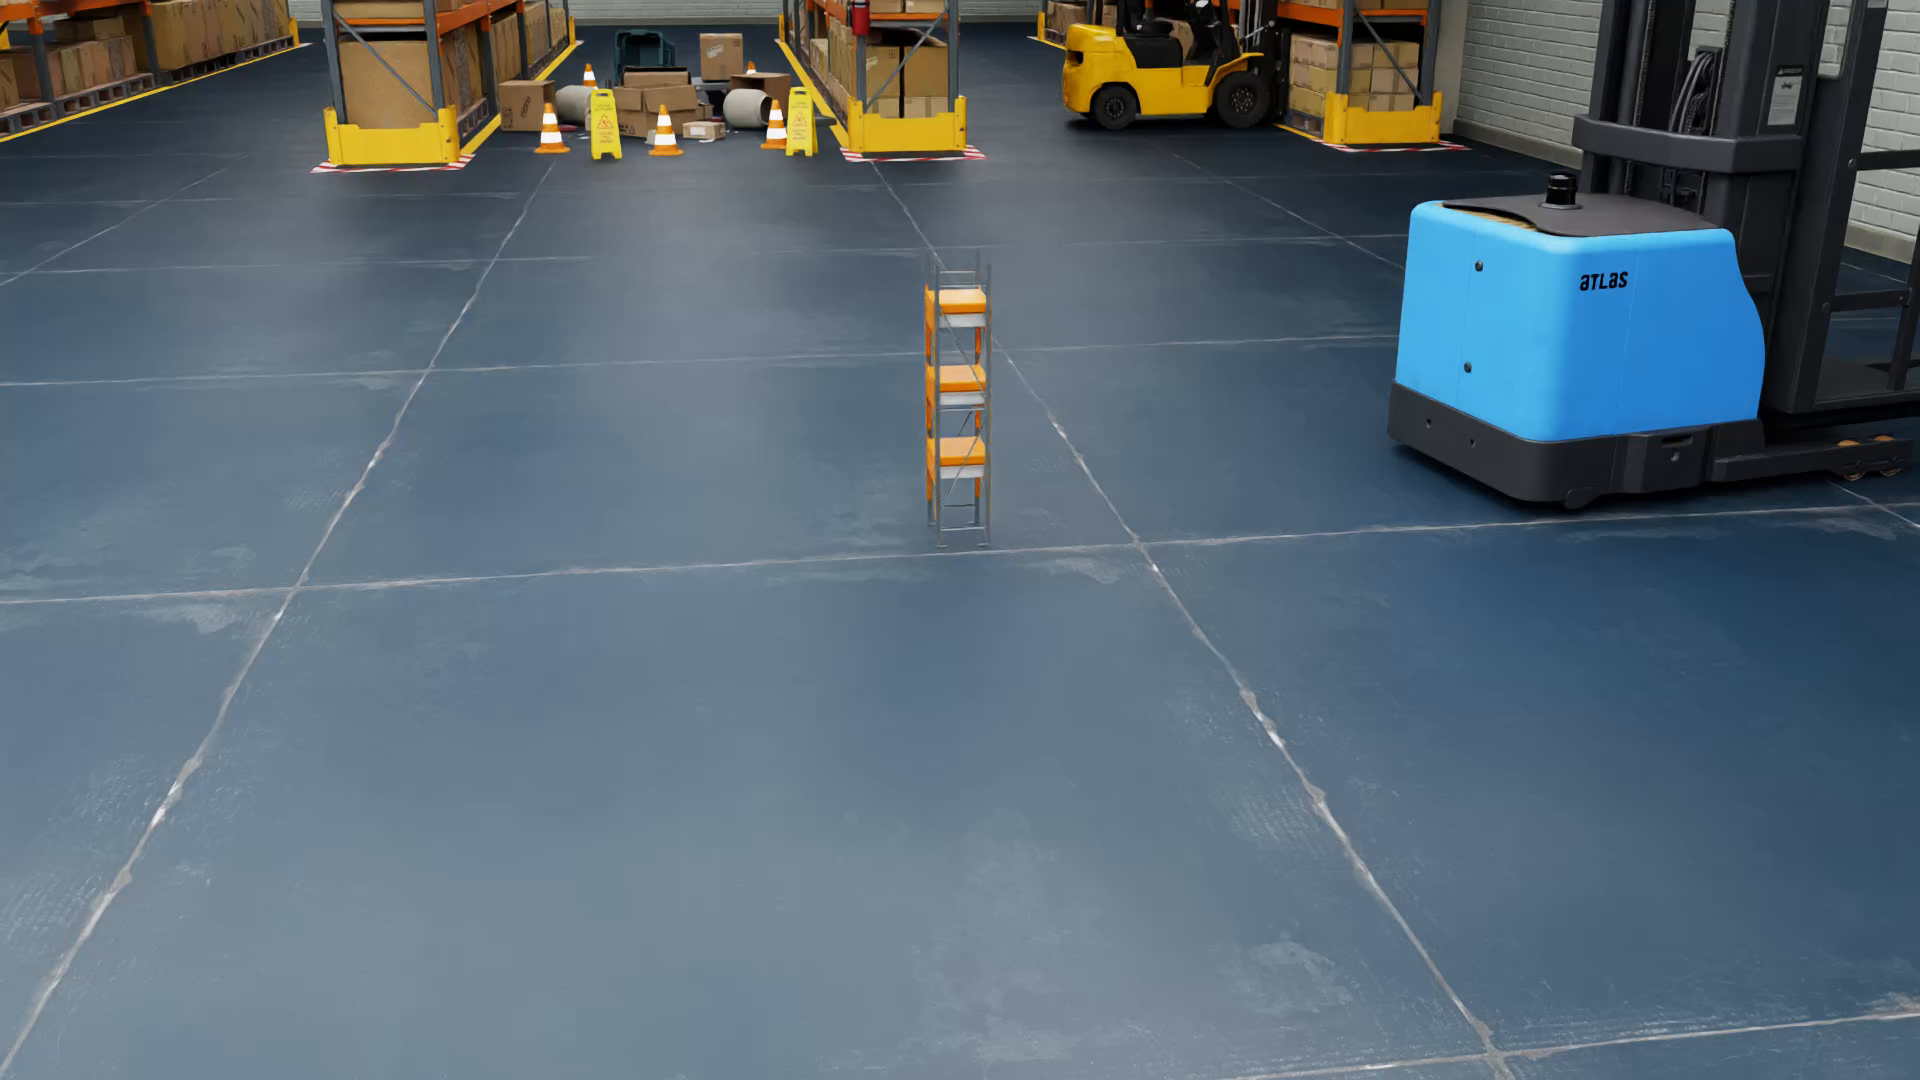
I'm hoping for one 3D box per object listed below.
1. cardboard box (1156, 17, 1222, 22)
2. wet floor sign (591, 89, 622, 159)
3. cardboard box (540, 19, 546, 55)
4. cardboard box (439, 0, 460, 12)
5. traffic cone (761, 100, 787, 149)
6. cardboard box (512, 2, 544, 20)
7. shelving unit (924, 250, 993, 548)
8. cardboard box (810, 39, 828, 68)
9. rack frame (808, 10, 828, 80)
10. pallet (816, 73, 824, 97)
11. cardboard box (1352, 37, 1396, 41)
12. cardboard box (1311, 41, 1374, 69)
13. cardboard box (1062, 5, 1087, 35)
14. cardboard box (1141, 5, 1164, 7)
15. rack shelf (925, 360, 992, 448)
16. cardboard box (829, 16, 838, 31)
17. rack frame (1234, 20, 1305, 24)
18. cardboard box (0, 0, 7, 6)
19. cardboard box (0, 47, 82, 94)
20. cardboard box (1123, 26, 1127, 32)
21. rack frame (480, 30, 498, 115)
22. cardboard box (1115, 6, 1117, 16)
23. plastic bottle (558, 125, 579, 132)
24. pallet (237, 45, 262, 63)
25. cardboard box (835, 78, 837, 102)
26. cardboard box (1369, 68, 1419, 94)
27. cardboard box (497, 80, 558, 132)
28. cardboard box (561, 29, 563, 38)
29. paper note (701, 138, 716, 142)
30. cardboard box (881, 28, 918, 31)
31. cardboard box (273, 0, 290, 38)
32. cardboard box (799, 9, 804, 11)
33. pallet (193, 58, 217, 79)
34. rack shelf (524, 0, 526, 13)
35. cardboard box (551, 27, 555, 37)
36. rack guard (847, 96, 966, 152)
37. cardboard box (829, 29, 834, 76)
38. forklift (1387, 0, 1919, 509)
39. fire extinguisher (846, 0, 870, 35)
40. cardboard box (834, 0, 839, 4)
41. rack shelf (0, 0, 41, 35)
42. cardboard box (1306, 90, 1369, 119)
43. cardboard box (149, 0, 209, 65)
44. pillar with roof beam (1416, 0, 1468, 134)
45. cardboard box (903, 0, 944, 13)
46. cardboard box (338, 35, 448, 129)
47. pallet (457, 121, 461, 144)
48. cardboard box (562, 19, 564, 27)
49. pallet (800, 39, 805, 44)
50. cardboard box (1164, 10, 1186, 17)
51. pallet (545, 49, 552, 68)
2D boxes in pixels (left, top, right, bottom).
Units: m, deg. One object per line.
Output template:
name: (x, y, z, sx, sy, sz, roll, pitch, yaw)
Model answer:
cardboard box: (3.313, -7.216, 24.043, 0.875, 0.625, 0.625, -2, 21, -6)
wet floor sign: (-3.442, -4.029, 16.082, 0.267, 0.644, 0.232, -7, 21, -17)
cardboard box: (-6.705, -7.802, 25.790, 0.500, 0.500, 0.500, -3, 21, -9)
cardboard box: (-5.561, -5.628, 16.784, 0.875, 0.550, 0.550, -3, 21, -8)
traffic cone: (-1.860, -4.222, 16.860, 0.336, 0.463, 0.334, -3, 21, -8)
cardboard box: (-6.717, -8.150, 25.652, 0.500, 0.250, 0.500, -2, 21, -5)
shelving unit: (-0.008, -0.510, 6.082, 0.215, 1.050, 0.252, -3, 21, -8)
cardboard box: (-1.603, -6.866, 23.469, 0.950, 0.372, 0.625, -4, 21, -11)
rack frame: (-1.675, -8.097, 23.608, 1.000, 3.000, 0.127, -3, 21, -8)
pallet: (-1.391, -6.098, 22.242, 1.003, 0.211, 1.213, -3, 21, -8)
cardboard box: (4.432, -5.304, 18.032, 0.500, 0.250, 0.500, -3, 21, -8)
cardboard box: (4.015, -5.099, 17.483, 0.500, 0.250, 0.500, -2, 21, -6)
cardboard box: (2.140, -9.441, 30.180, 0.500, 0.500, 0.500, -3, 21, -7)
cardboard box: (3.135, -8.590, 26.974, 0.380, 0.149, 0.250, -2, 21, -6)
rack shelf: (-0.008, -0.500, 6.086, 0.215, 0.259, 0.240, -3, 21, -8)
cardboard box: (-1.321, -6.012, 19.355, 0.380, 0.149, 0.250, -3, 21, -7)
rack frame: (3.813, -6.964, 20.573, 1.000, 3.000, 0.127, -3, 21, -8)
cardboard box: (-10.433, -5.777, 17.756, 0.380, 0.149, 0.250, -3, 21, -8)
cardboard box: (-11.022, -5.627, 19.939, 0.700, 0.500, 0.500, -3, 21, -8)
cardboard box: (2.823, -7.865, 25.958, 0.500, 0.500, 0.500, -2, 21, -5)
rack frame: (-5.982, -6.427, 19.137, 1.000, 3.000, 0.127, -3, 21, -8)
cardboard box: (2.699, -8.476, 26.669, 0.380, 0.149, 0.250, -2, 21, -6)
plastic bottle: (-4.314, -4.499, 18.175, 0.283, 0.061, 0.133, -11, 23, -26)
pallet: (-12.090, -7.943, 27.181, 1.003, 0.211, 1.213, -3, 21, -8)
cardboard box: (-1.192, -5.218, 19.230, 0.500, 0.250, 0.500, -2, 21, -5)
cardboard box: (4.528, -4.895, 17.649, 0.500, 0.250, 0.500, -3, 21, -7)
cardboard box: (-4.742, -4.772, 18.274, 0.500, 0.500, 0.500, 1, 20, 2)
cardboard box: (-7.192, -8.922, 29.291, 0.380, 0.149, 0.250, -4, 21, -10)
paper note: (-2.627, -4.163, 17.319, 0.148, 0.019, 0.142, -11, 23, -26)
cardboard box: (-0.747, -5.781, 19.664, 0.500, 0.500, 0.500, -3, 21, -9)
cardboard box: (-12.463, -9.351, 29.401, 0.875, 0.875, 0.875, -3, 21, -8)
cardboard box: (-2.493, -9.323, 29.953, 0.875, 0.438, 0.875, -2, 21, -6)
pallet: (-11.693, -6.989, 24.627, 1.003, 0.211, 1.213, -3, 21, -8)
rack shelf: (-6.847, -8.168, 24.825, 1.077, 0.370, 4.000, -3, 21, -8)
cardboard box: (-6.871, -8.339, 27.306, 0.380, 0.149, 0.250, -2, 21, -5)
rack guard: (-0.532, -4.182, 16.699, 1.175, 0.500, 0.348, -3, 21, -8)
cardboard box: (-1.280, -5.754, 19.593, 0.500, 0.500, 0.500, -2, 21, -5)
forklift: (3.434, -1.786, 6.808, 3.031, 2.935, 1.130, -7, 22, -18)
fire extinguisher: (-0.961, -5.228, 16.037, 0.296, 0.674, 0.183, -3, 21, -8)
cardboard box: (-1.195, -6.026, 18.421, 0.380, 0.149, 0.250, -3, 21, -7)
rack shelf: (-10.616, -5.183, 16.833, 1.077, 0.370, 4.000, -3, 21, -8)
cardboard box: (4.010, -4.634, 17.666, 0.500, 0.250, 0.500, -3, 21, -7)
cardboard box: (-11.681, -7.347, 24.038, 1.225, 0.875, 0.875, -3, 21, -8)
pillar with roof beam: (0.921, -8.458, 16.002, 9.100, 9.000, 0.400, -3, 21, -8)
cardboard box: (-0.366, -5.337, 16.578, 0.380, 0.149, 0.250, -3, 21, -8)
cardboard box: (-5.568, -4.475, 16.347, 0.875, 0.875, 0.875, -3, 21, -7)
pallet: (-5.598, -4.009, 16.648, 1.003, 0.211, 1.213, -3, 21, -8)
cardboard box: (-7.276, -9.234, 29.703, 0.380, 0.149, 0.250, -4, 21, -10)
pallet: (-2.283, -8.443, 28.519, 1.003, 0.211, 1.213, -3, 21, -8)
cardboard box: (3.343, -8.050, 25.527, 0.380, 0.149, 0.250, -3, 21, -7)
pallet: (-7.021, -7.621, 26.320, 1.003, 0.211, 1.213, -3, 21, -8)
